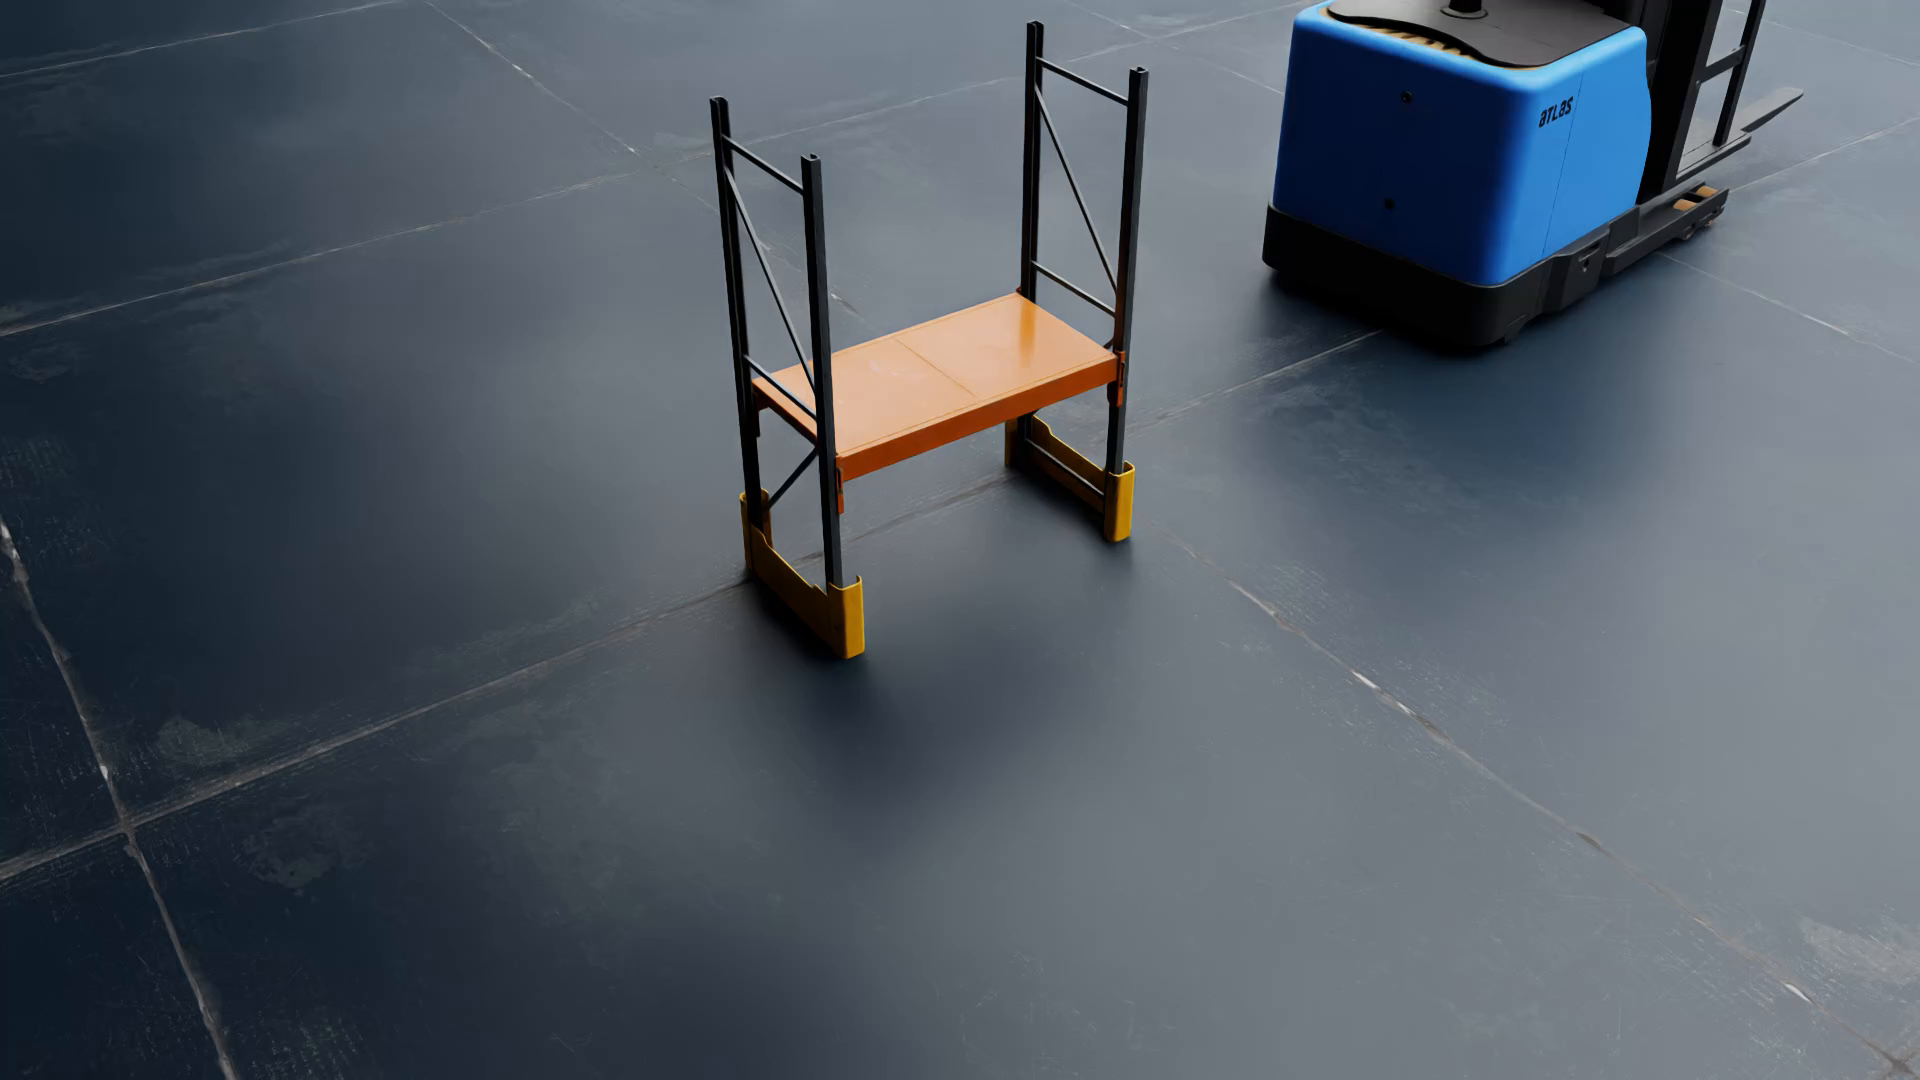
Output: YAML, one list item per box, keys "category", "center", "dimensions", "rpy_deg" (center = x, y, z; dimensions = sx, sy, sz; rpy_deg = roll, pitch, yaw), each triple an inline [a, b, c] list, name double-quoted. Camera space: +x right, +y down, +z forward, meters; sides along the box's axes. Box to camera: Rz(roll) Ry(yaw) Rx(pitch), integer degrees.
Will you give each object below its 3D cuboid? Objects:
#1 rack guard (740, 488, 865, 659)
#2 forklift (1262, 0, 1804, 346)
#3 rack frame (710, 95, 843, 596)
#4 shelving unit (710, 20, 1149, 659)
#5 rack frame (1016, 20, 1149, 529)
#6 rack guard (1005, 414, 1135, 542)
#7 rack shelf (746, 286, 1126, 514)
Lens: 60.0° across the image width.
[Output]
- category: "rack guard"
  center: [-0.469, 0.092, 4.908]
  dimensions: [0.087, 0.250, 0.587]
  rpy_deg: [-22, 41, -28]
- category: "forklift"
  center: [2.632, -2.650, 6.425]
  dimensions: [3.031, 2.935, 1.130]
  rpy_deg: [-29, 45, -34]
- category: "rack frame"
  center: [-0.485, -0.409, 4.534]
  dimensions: [0.032, 1.500, 0.500]
  rpy_deg: [-22, 41, -28]
- category: "shelving unit"
  center: [-0.062, -0.583, 4.776]
  dimensions: [1.083, 1.500, 0.587]
  rpy_deg: [-22, 41, -28]
- category: "rack frame"
  center: [0.346, -0.751, 5.010]
  dimensions: [0.032, 1.500, 0.500]
  rpy_deg: [-22, 41, -28]
- category: "rack guard"
  center: [0.345, -0.243, 5.374]
  dimensions: [0.087, 0.250, 0.587]
  rpy_deg: [-22, 41, -28]
- category: "rack shelf"
  center: [-0.070, -0.434, 4.877]
  dimensions: [1.000, 0.185, 0.538]
  rpy_deg: [-22, 41, -28]
